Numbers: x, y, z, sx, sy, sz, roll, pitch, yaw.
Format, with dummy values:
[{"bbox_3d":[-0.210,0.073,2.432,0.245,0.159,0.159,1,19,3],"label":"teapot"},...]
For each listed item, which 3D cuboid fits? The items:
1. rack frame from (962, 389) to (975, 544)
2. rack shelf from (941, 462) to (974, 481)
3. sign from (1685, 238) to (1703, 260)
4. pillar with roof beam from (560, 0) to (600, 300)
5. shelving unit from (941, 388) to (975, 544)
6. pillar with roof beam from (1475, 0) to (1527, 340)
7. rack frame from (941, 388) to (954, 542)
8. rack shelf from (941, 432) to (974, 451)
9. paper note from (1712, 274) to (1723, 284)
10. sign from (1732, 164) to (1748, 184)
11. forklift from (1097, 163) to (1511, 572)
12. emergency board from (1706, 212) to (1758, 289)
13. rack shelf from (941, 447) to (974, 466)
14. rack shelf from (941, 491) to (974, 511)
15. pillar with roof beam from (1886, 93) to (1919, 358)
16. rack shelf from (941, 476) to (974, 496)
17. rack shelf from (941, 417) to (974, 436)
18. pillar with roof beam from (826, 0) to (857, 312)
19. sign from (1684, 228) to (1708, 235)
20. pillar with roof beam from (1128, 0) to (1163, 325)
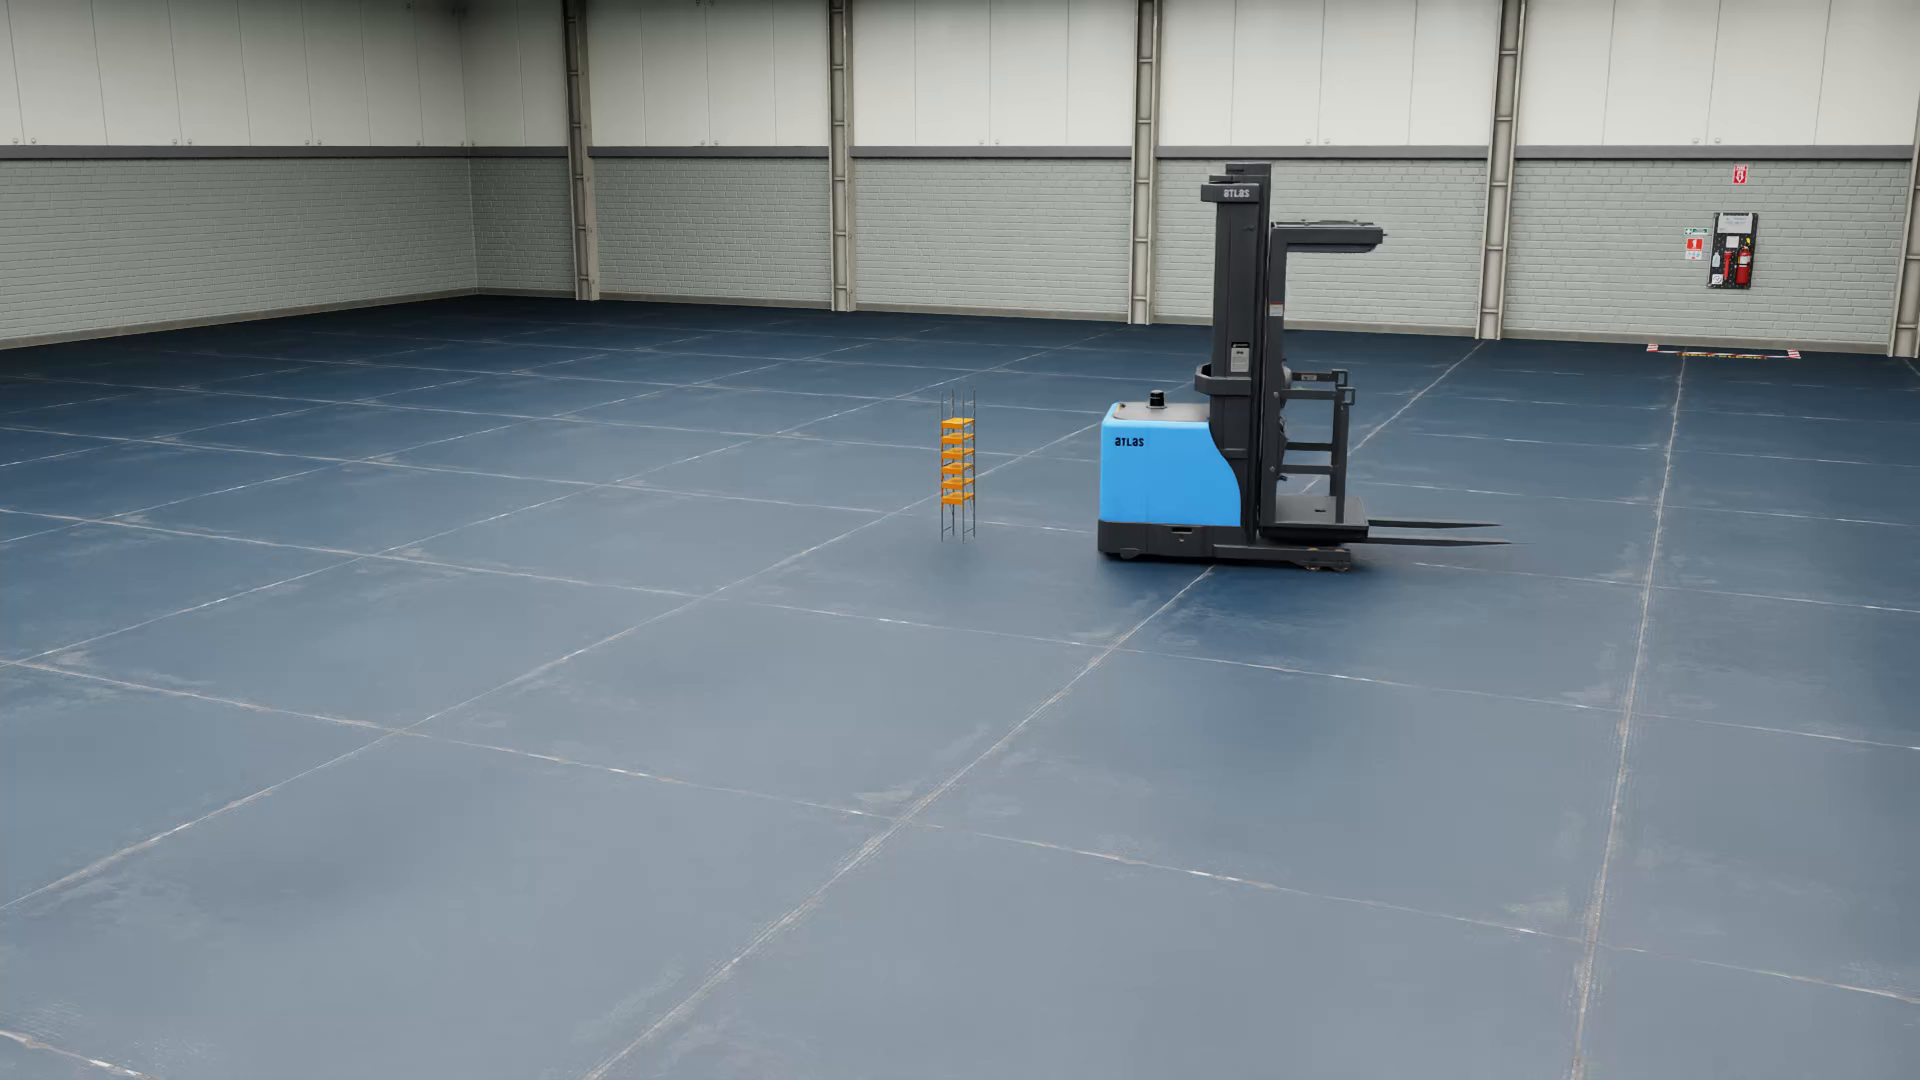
[{"bbox_3d":[0.070,-0.577,13.087,0.006,1.200,0.240,6,14,23],"label":"rack frame"},{"bbox_3d":[-0.013,-0.542,13.134,0.180,0.103,0.258,6,14,23],"label":"rack shelf"},{"bbox_3d":[11.507,-4.564,26.060,0.234,0.329,0.001,6,14,23],"label":"sign"},{"bbox_3d":[-9.472,-8.479,29.692,0.400,9.000,9.100,6,14,23],"label":"pillar with roof beam"},{"bbox_3d":[-0.013,-0.585,13.123,0.189,1.200,0.258,6,14,23],"label":"shelving unit"},{"bbox_3d":[6.985,-6.814,22.594,0.400,9.000,9.100,6,14,23],"label":"pillar with roof beam"},{"bbox_3d":[-0.097,-0.594,13.160,0.006,1.200,0.240,6,14,23],"label":"rack frame"},{"bbox_3d":[-0.013,-0.776,13.079,0.180,0.103,0.258,6,14,23],"label":"rack shelf"},{"bbox_3d":[11.837,-4.076,25.986,0.142,0.148,0.016,6,14,23],"label":"paper note"},{"bbox_3d":[12.004,-5.624,25.581,0.199,0.298,0.001,6,14,23],"label":"sign"},{"bbox_3d":[2.609,-1.324,12.483,3.031,2.935,1.130,2,13,9],"label":"forklift"},{"bbox_3d":[11.971,-4.474,25.754,0.643,1.169,0.194,6,14,23],"label":"emergency board"},{"bbox_3d":[-0.013,-0.659,13.106,0.180,0.103,0.258,6,14,23],"label":"rack shelf"},{"bbox_3d":[-0.013,-0.309,13.188,0.180,0.103,0.258,6,14,23],"label":"rack shelf"},{"bbox_3d":[12.471,-6.259,20.228,0.400,9.000,9.100,6,14,23],"label":"pillar with roof beam"},{"bbox_3d":[-0.013,-0.425,13.161,0.180,0.103,0.258,6,14,23],"label":"rack shelf"},{"bbox_3d":[-0.013,-0.893,13.051,0.180,0.103,0.258,6,14,23],"label":"rack shelf"},{"bbox_3d":[-3.987,-7.924,27.326,0.400,9.000,9.100,6,14,23],"label":"pillar with roof beam"},{"bbox_3d":[11.507,-4.819,25.989,0.331,0.109,0.001,6,14,23],"label":"sign"},{"bbox_3d":[1.499,-7.369,24.960,0.400,9.000,9.100,6,14,23],"label":"pillar with roof beam"}]
